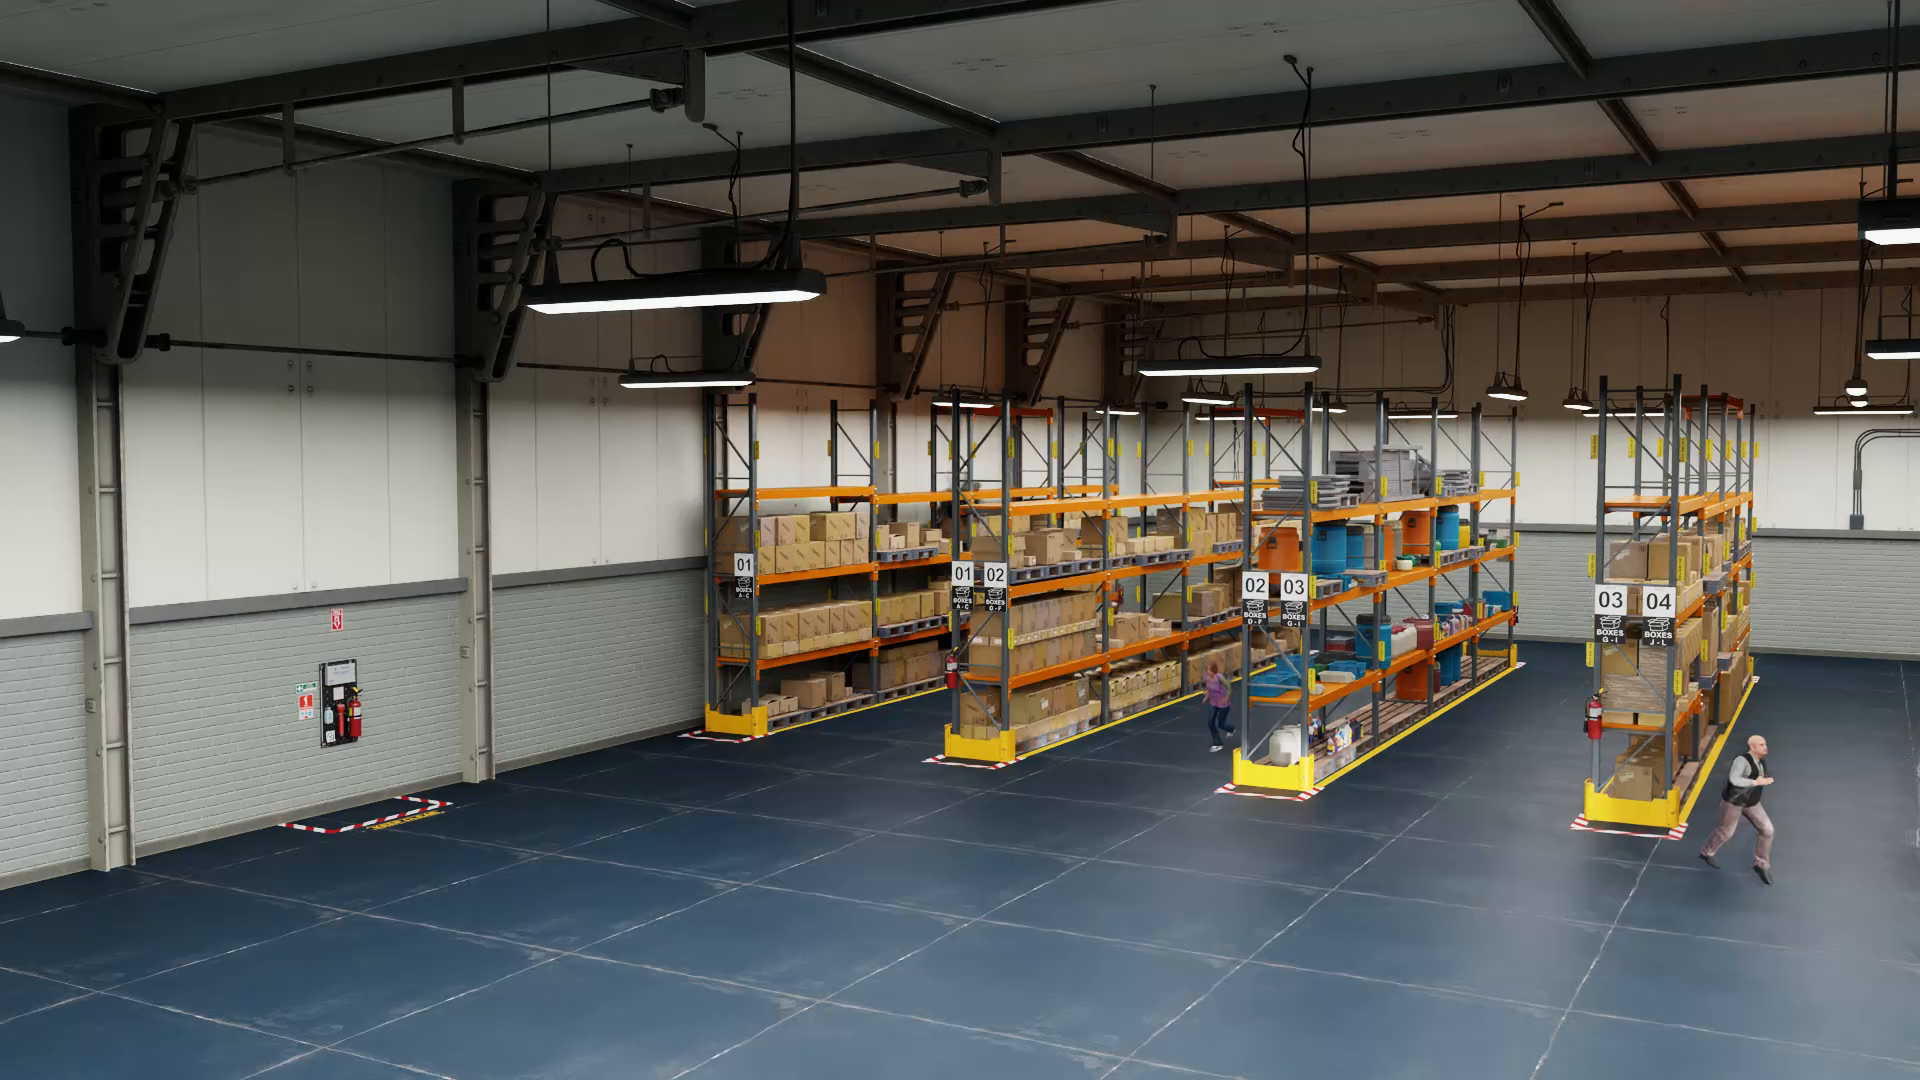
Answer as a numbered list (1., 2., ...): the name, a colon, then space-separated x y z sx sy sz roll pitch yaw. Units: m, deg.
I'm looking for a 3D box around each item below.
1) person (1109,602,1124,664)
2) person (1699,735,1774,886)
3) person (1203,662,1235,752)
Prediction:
1. person: 3.451 2.188 36.866 0.599 1.622 0.645 2 4 31
2. person: 9.087 3.111 19.433 0.651 1.734 0.959 -1 3 -25
3. person: 4.373 2.763 27.745 0.521 1.528 0.819 3 4 44
